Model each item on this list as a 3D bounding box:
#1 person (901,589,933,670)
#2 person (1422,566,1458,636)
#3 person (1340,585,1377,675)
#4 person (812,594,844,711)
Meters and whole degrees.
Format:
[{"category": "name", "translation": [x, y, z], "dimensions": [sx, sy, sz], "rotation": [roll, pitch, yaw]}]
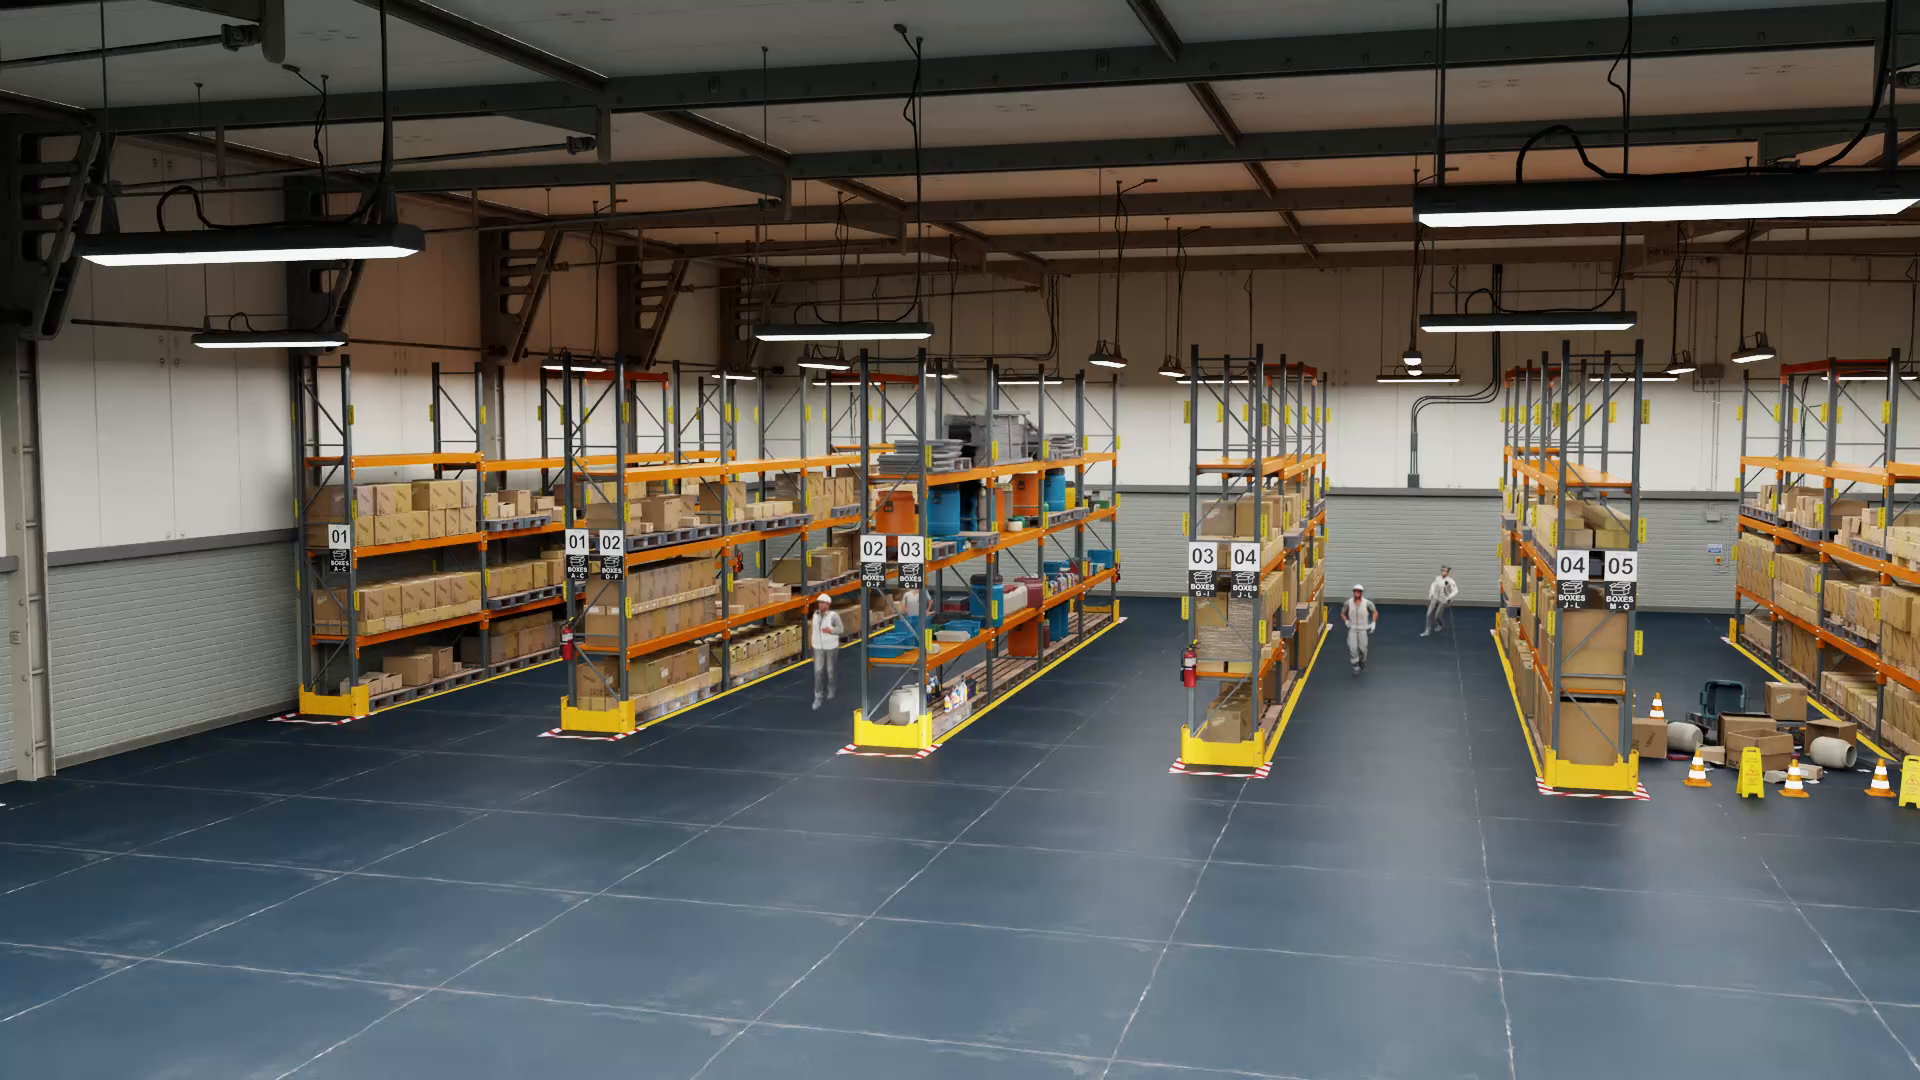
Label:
[{"category": "person", "translation": [-0.832, 1.535, 31.074], "dimensions": [0.566, 1.697, 0.889], "rotation": [1, 4, 14]}, {"category": "person", "translation": [10.966, 1.381, 37.798], "dimensions": [0.696, 1.634, 0.698], "rotation": [4, 6, 42]}, {"category": "person", "translation": [7.679, 1.729, 32.059], "dimensions": [0.690, 1.746, 0.619], "rotation": [1, 4, 17]}, {"category": "person", "translation": [-2.180, 1.812, 27.188], "dimensions": [0.628, 1.881, 0.750], "rotation": [1, 4, 13]}]
